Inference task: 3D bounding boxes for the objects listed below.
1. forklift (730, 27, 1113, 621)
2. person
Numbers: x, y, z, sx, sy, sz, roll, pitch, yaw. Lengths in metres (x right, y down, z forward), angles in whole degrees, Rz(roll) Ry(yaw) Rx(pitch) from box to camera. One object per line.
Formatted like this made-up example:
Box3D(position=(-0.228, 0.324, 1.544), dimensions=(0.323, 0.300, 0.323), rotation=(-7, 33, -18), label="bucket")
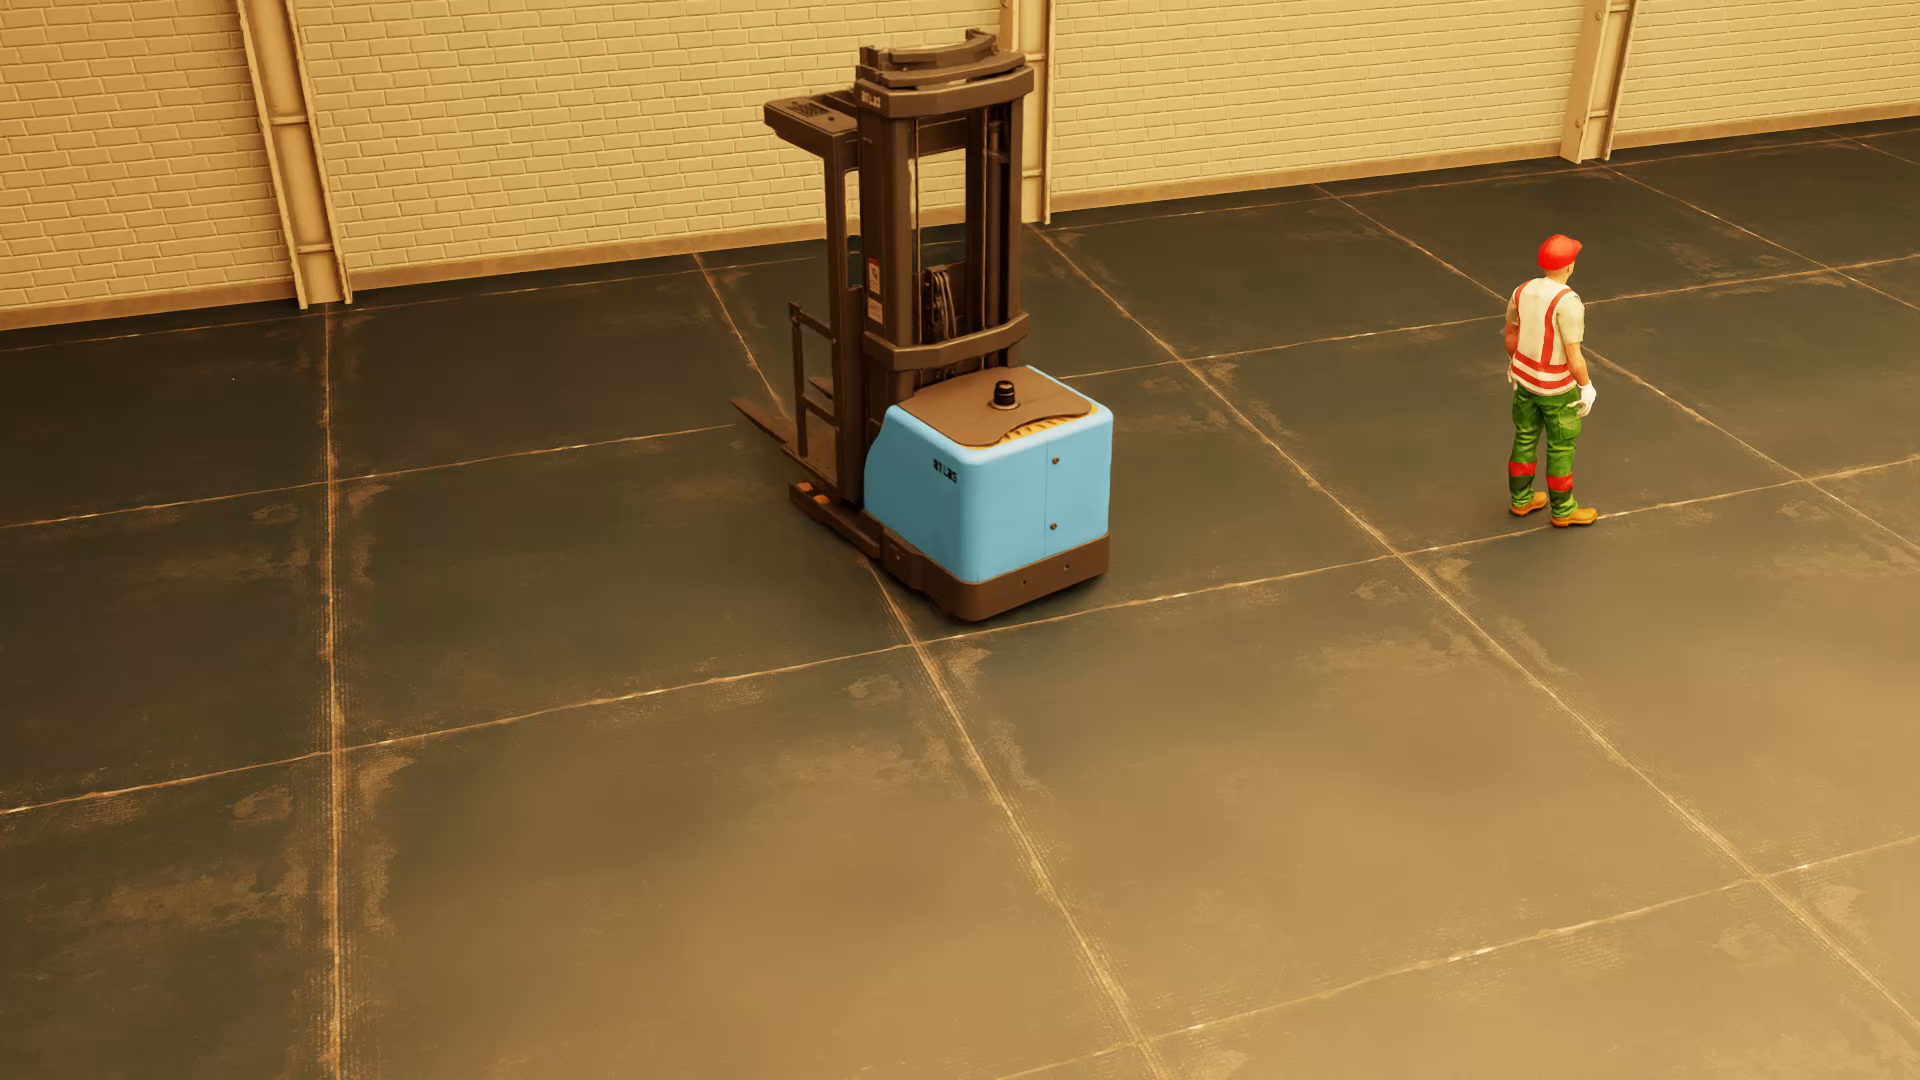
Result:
Box3D(position=(-0.405, -1.509, 9.710), dimensions=(1.130, 2.935, 3.031), rotation=(-20, 35, -30), label="forklift")
Box3D(position=(3.545, -0.959, 9.884), dimensions=(0.564, 1.787, 0.637), rotation=(-14, 33, -23), label="person")
